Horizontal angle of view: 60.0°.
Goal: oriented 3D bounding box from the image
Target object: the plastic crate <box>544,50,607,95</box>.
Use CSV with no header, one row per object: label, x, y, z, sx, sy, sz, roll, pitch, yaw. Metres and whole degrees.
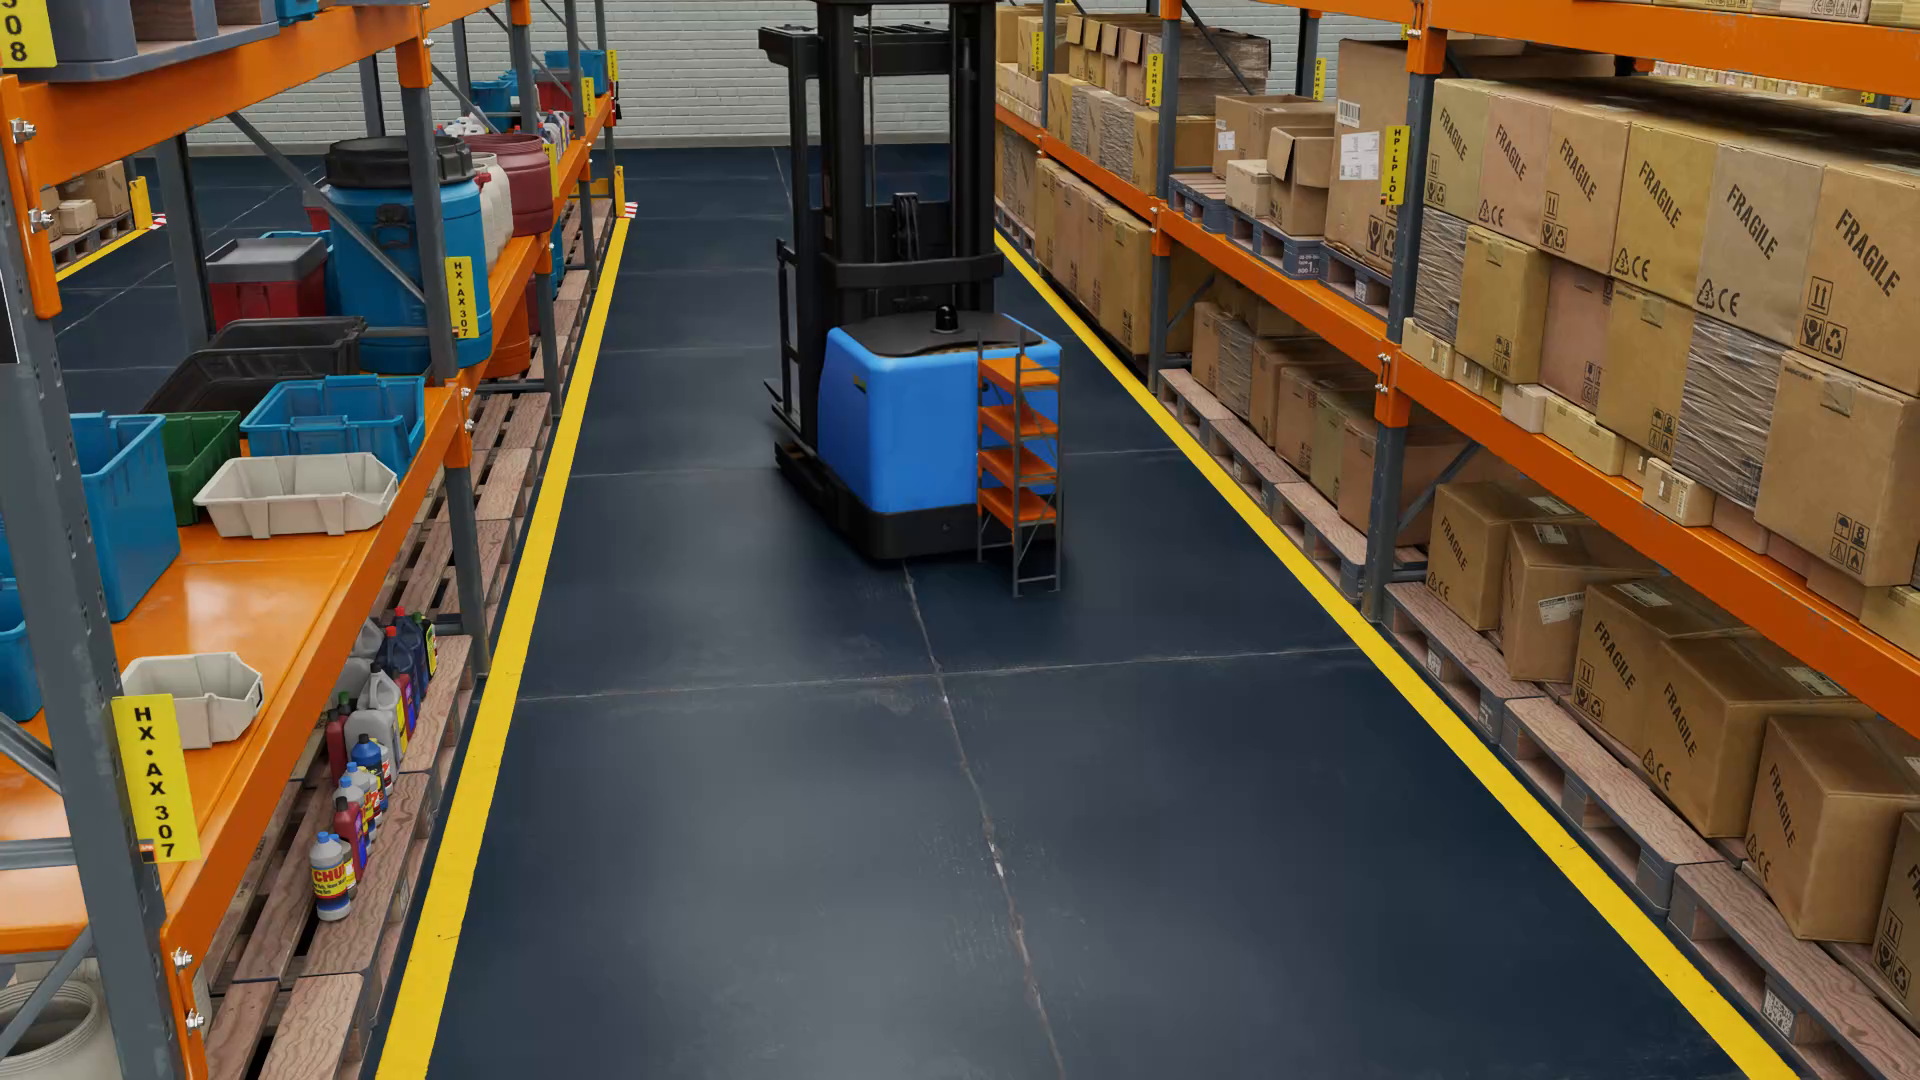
plastic crate,-4.023,-4.902,17.418,0.616,0.435,0.499,-3,21,-8

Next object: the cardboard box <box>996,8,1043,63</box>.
cardboard box,0.600,-5.102,16.807,0.500,0.500,0.500,-3,21,-9

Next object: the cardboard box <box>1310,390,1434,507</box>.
cardboard box,2.258,-0.474,8.642,0.700,0.500,0.500,-3,21,-8

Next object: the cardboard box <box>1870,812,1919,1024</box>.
cardboard box,2.878,1.083,4.501,0.500,0.500,0.500,1,20,2

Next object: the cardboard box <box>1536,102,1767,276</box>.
cardboard box,2.333,-1.199,5.642,0.500,0.500,0.500,-3,21,-8

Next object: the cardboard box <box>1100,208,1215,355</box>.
cardboard box,1.720,-1.885,11.913,1.225,0.875,0.875,-4,21,-10

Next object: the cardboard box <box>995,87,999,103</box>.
cardboard box,0.558,-4.511,16.867,0.380,0.149,0.250,-3,21,-8

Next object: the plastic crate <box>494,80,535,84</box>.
plastic crate,-4.356,-4.356,16.245,0.416,0.233,0.300,-3,21,-8

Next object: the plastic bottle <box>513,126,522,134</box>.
plastic bottle,-3.195,-2.819,12.046,0.144,0.351,0.185,-3,21,-8

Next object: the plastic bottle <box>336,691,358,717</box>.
plastic bottle,-2.172,0.658,5.921,0.061,0.283,0.133,-3,21,-8

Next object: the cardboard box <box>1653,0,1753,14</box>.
cardboard box,2.413,-1.688,4.875,0.500,0.250,0.500,-3,21,-9

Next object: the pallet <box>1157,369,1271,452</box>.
pallet,1.910,-0.867,10.736,1.003,0.211,1.213,-3,21,-8

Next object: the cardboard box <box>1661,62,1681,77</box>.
cardboard box,5.934,-3.795,13.497,0.380,0.149,0.250,-2,21,-6

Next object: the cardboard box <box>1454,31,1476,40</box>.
cardboard box,5.520,-5.091,17.493,0.500,0.500,0.500,-3,21,-7

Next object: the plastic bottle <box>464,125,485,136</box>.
plastic bottle,-3.706,-3.029,12.715,0.152,0.276,0.135,-3,21,-8

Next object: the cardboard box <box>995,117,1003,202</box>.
cardboard box,0.817,-4.198,18.104,0.875,0.875,0.875,-3,21,-8

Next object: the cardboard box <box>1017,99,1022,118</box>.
cardboard box,0.742,-4.067,15.678,0.380,0.149,0.250,-3,21,-7

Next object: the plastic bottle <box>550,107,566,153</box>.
plastic bottle,-3.223,-3.254,13.212,0.144,0.351,0.185,-3,21,-8

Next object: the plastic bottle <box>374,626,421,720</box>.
plastic bottle,-2.120,0.501,6.246,0.144,0.351,0.185,-4,21,-10

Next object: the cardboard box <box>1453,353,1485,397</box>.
cardboard box,2.195,-0.679,6.607,0.380,0.149,0.250,-3,21,-8

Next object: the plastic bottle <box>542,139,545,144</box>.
plastic bottle,-3.001,-2.741,11.953,0.097,0.271,0.097,0,20,0

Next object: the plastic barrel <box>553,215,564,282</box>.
plastic barrel,-3.618,-2.604,13.799,0.600,0.901,0.708,-3,21,-8

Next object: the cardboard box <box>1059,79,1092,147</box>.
cardboard box,1.114,-3.530,13.737,0.500,0.500,0.500,-3,21,-8

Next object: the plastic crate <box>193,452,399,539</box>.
plastic crate,-2.041,-0.136,5.171,0.530,0.136,0.437,-3,21,-8

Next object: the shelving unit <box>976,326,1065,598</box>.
shelving unit,0.284,-0.379,8.017,0.258,1.200,0.503,-7,22,-19

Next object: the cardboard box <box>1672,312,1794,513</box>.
cardboard box,2.679,-0.394,4.917,0.875,0.500,0.500,-3,21,-8

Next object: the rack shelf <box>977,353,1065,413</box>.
rack shelf,0.284,-0.747,7.879,0.258,0.148,0.480,-7,22,-19

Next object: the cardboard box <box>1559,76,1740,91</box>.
cardboard box,2.712,-1.572,6.640,0.500,0.500,0.500,-3,21,-8

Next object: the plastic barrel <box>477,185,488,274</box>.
plastic barrel,-2.553,-1.469,8.168,0.433,0.535,0.433,0,20,0

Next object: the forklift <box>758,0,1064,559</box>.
forklift,-0.449,-1.760,9.238,1.130,2.935,3.031,-7,22,-19

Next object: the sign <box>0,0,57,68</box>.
sign,-1.405,-0.860,2.431,0.100,0.325,0.005,-3,21,-8

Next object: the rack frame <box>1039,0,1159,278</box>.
rack frame,1.222,-3.829,14.680,1.000,3.000,0.127,-3,21,-8

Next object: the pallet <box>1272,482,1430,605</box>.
pallet,2.261,-0.022,8.474,1.003,0.211,1.213,-3,21,-8

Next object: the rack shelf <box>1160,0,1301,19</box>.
rack shelf,1.510,-4.205,12.427,1.077,0.370,4.000,-3,21,-8

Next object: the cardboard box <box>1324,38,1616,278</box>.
cardboard box,2.399,-1.819,7.841,1.000,1.000,1.000,-3,21,-7

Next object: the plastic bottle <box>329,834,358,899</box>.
plastic bottle,-1.917,1.001,5.119,0.097,0.201,0.097,0,20,0

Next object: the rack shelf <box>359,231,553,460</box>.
rack shelf,-2.815,-1.165,8.575,1.077,0.370,4.000,-3,21,-8

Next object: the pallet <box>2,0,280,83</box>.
pallet,-1.972,-1.032,3.176,1.003,0.211,1.213,-3,21,-8

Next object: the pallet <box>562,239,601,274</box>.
pallet,-3.824,-2.525,15.176,1.003,0.211,1.213,-3,21,-8

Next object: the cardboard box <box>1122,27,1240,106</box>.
cardboard box,1.618,-3.440,12.064,0.797,0.503,0.637,-2,21,-6

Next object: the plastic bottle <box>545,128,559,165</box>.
plastic bottle,-3.125,-2.973,12.566,0.152,0.276,0.135,-3,21,-8

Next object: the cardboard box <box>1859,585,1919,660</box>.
cardboard box,2.584,0.185,4.293,0.380,0.149,0.250,-3,21,-8

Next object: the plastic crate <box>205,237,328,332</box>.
plastic crate,-2.899,-0.991,6.992,0.402,0.464,0.583,-3,21,-8

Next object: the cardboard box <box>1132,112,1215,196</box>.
cardboard box,1.482,-2.649,11.379,0.500,0.500,0.500,-2,21,-6

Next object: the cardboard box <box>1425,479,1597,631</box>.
cardboard box,2.393,0.056,7.252,0.500,0.500,0.500,-4,21,-9

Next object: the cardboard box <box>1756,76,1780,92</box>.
cardboard box,6.125,-3.341,12.283,0.380,0.149,0.250,-2,21,-6

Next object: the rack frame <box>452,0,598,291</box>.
rack frame,-3.679,-3.579,14.012,1.000,3.000,0.127,-3,21,-8

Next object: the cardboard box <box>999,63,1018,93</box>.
cardboard box,0.678,-4.569,16.451,0.500,0.250,0.500,-3,21,-9

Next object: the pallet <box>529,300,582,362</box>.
pallet,-3.430,-1.580,12.645,1.003,0.211,1.213,-3,21,-8

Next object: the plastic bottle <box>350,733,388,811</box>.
plastic bottle,-1.996,0.781,5.609,0.097,0.271,0.097,0,20,0

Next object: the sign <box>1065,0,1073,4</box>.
sign,1.184,-5.890,18.205,0.100,0.325,0.005,-3,21,-8

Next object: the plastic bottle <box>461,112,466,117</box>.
plastic bottle,-4.029,-3.330,13.511,0.061,0.283,0.133,-3,21,-8

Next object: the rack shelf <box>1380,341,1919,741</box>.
rack shelf,2.663,-0.030,5.536,1.077,0.370,4.000,-3,21,-8

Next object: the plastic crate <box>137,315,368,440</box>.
plastic crate,-2.577,-0.592,6.104,0.767,0.338,0.504,-3,21,-8

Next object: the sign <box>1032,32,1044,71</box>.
sign,0.673,-4.243,14.439,0.100,0.325,0.005,-3,21,-8

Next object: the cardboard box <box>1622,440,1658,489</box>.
cardboard box,2.419,-0.249,5.454,0.380,0.149,0.250,-3,21,-8

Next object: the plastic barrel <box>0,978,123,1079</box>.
plastic barrel,-2.120,1.320,3.849,0.421,0.512,0.421,0,20,0

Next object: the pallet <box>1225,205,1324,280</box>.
pallet,2.124,-1.671,9.176,1.003,0.211,1.213,-3,21,-8
